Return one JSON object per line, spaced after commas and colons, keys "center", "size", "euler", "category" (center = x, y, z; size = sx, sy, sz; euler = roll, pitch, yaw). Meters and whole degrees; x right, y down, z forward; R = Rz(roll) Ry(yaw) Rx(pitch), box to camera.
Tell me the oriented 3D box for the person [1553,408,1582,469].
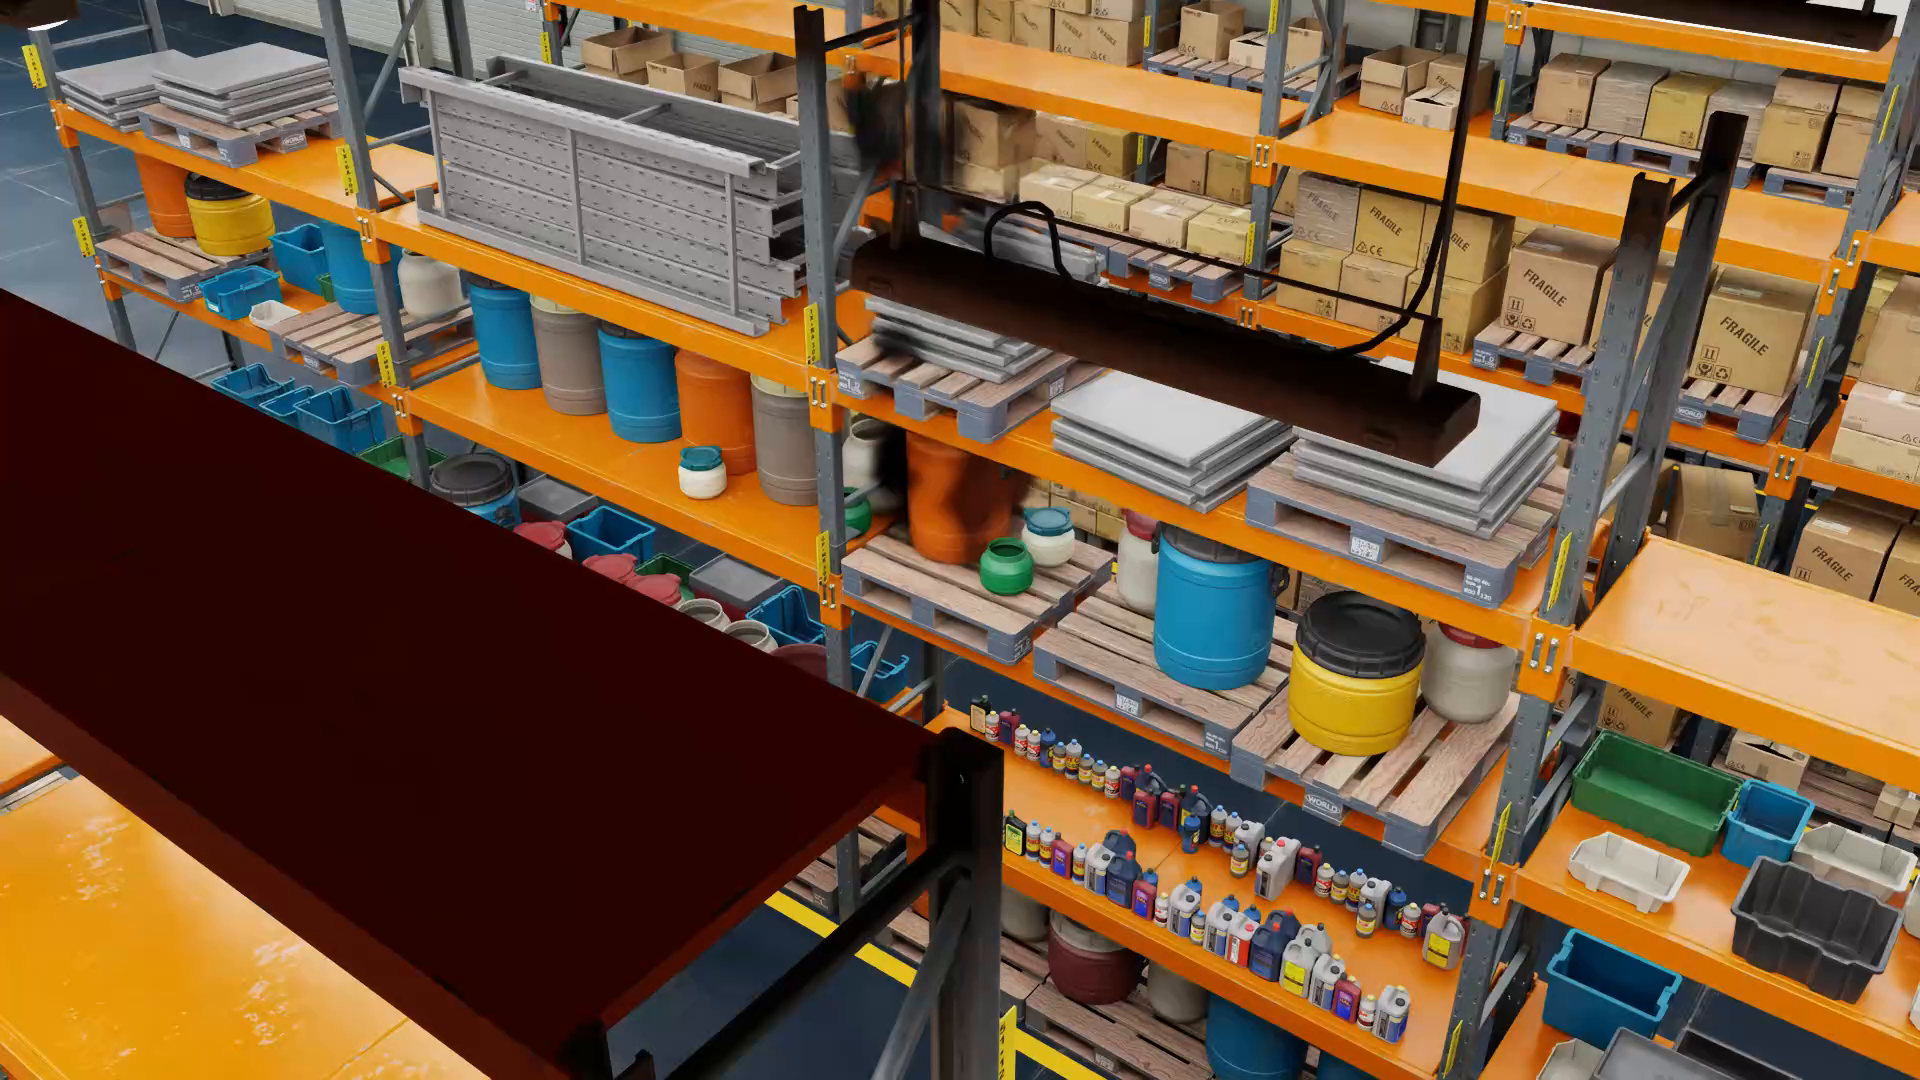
{"center": [5.569, -0.840, 15.015], "size": [0.893, 1.774, 0.611], "euler": [14, 34, 22], "category": "person"}
